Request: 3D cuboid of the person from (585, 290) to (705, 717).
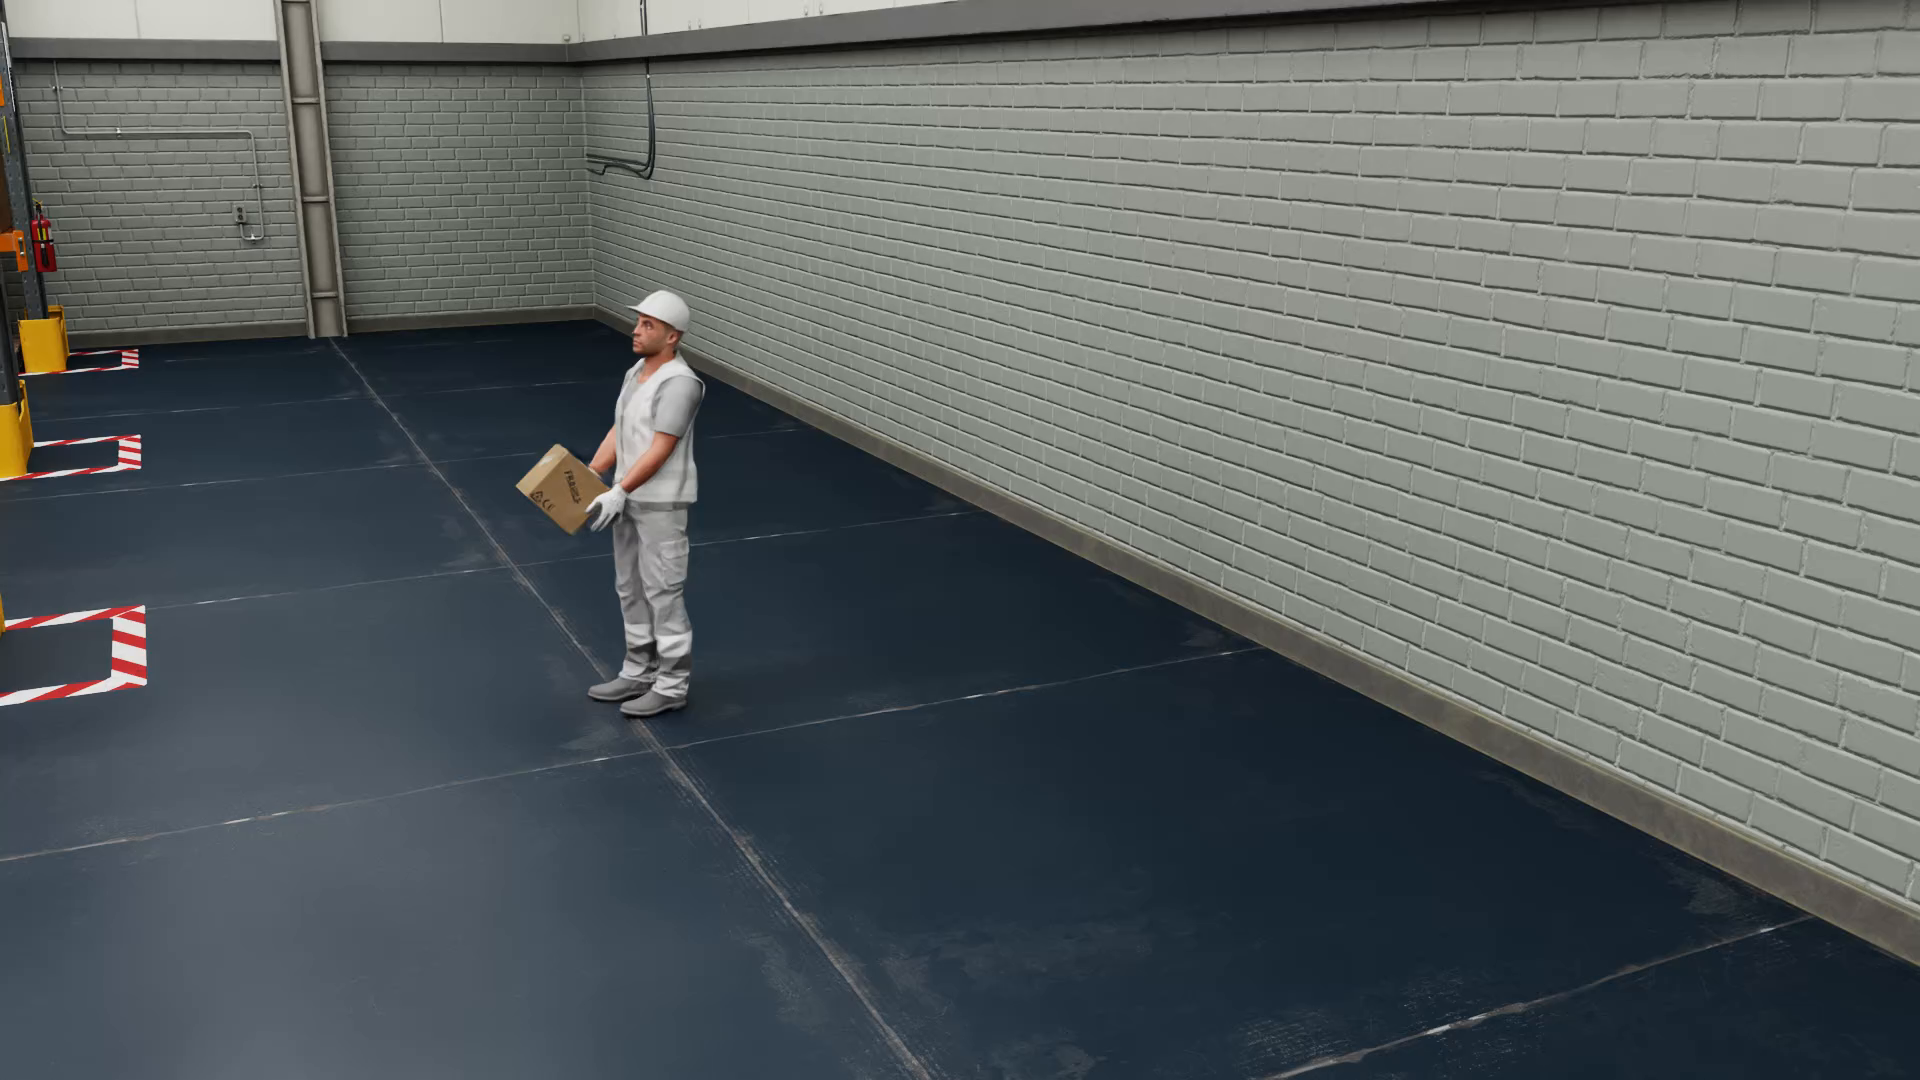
[{"bbox_3d":[-1.363,-0.138,6.978,0.546,1.793,0.520,-10,18,-33],"label":"person"}]
